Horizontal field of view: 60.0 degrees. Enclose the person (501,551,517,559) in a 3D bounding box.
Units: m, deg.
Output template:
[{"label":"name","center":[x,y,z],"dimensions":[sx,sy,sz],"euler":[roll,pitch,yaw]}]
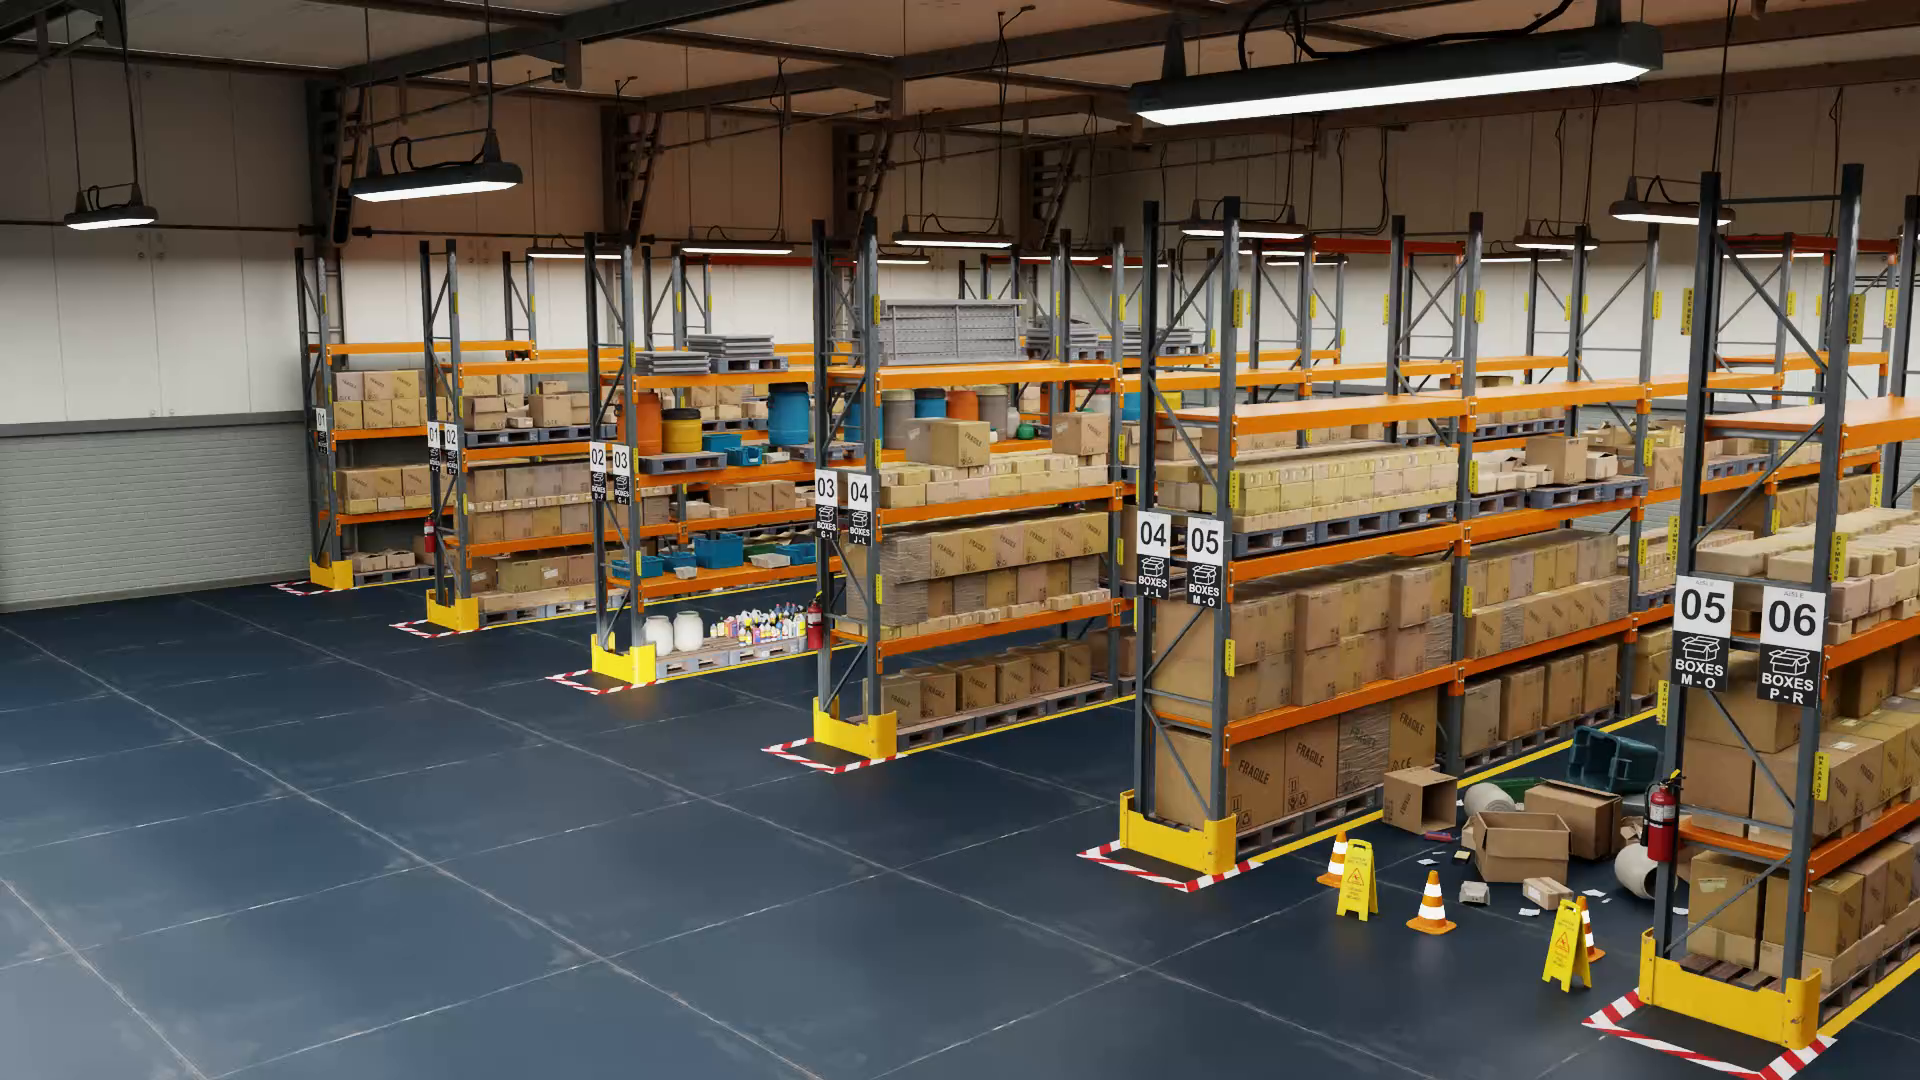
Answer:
[{"label":"person","center":[-7.704,0.151,28.629],"dimensions":[0.559,1.664,0.657],"euler":[-8,12,-44]}]
